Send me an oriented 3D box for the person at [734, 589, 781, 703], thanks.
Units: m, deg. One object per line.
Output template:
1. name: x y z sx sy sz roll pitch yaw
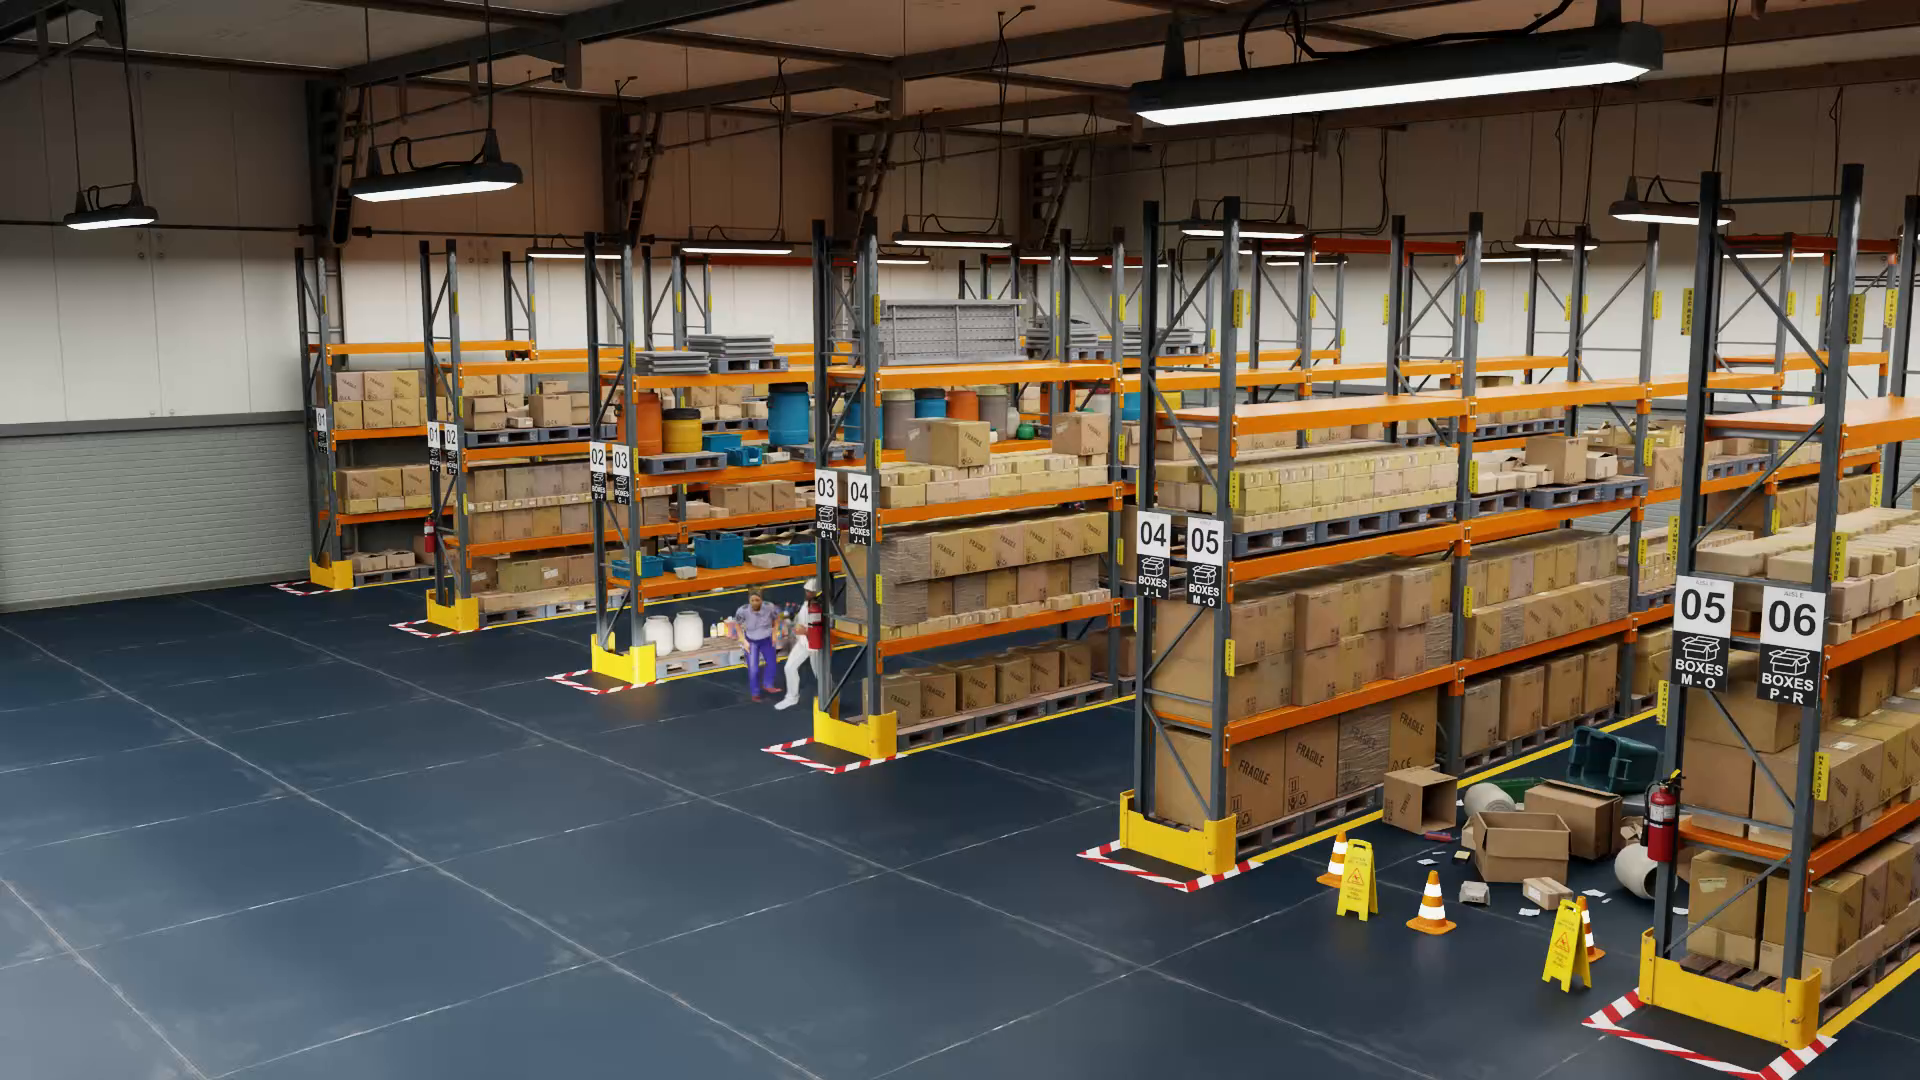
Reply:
1. person: -2.573 1.321 21.335 0.675 1.513 0.800 -3 9 -22

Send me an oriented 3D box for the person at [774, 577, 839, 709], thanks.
1. person: -1.784 1.279 20.617 0.775 1.700 0.812 -6 11 -38
